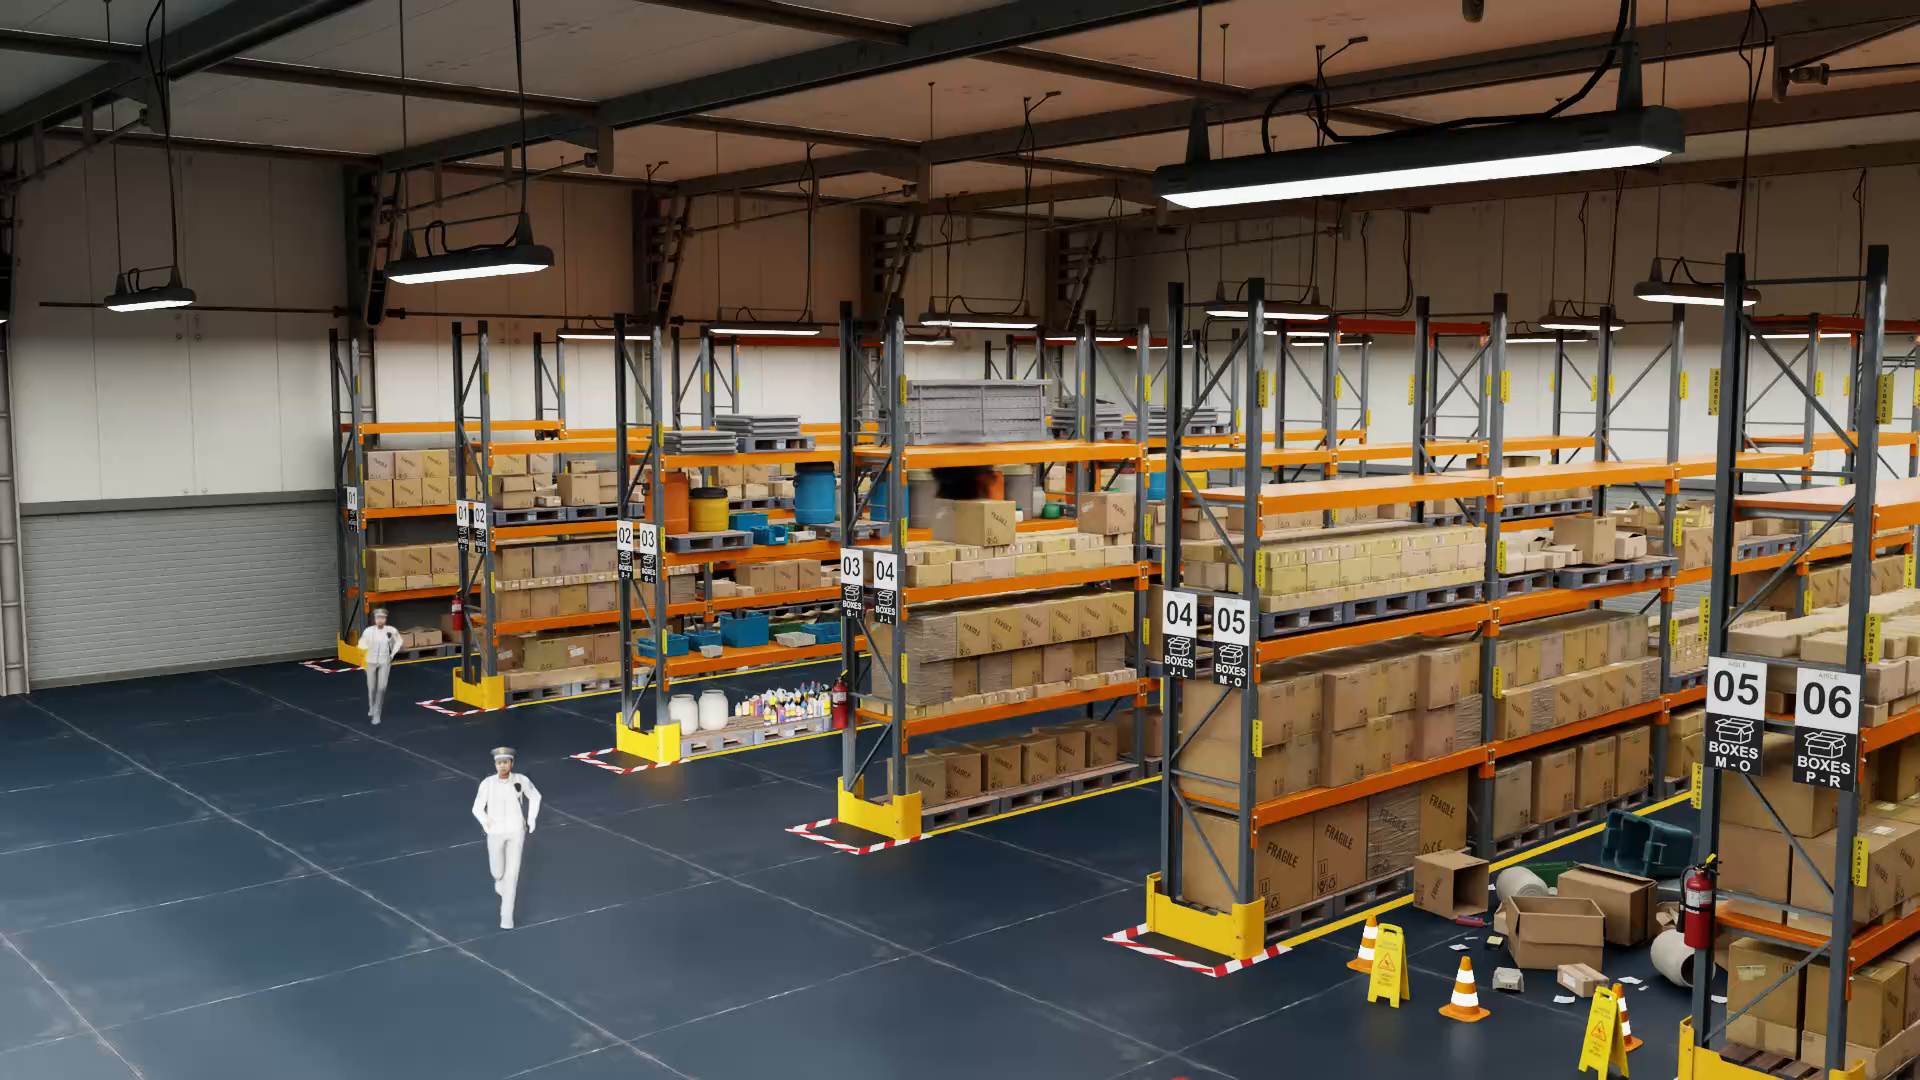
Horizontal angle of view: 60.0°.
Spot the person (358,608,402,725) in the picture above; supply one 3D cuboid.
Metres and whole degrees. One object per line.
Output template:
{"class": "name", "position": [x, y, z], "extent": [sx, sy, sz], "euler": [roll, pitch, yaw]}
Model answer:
{"class": "person", "position": [-8.674, 1.875, 24.884], "extent": [0.612, 1.745, 0.728], "euler": [-1, 6, -12]}

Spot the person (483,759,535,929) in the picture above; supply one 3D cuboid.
{"class": "person", "position": [-4.289, 2.802, 15.844], "extent": [0.488, 1.616, 0.861], "euler": [-1, 6, -13]}
